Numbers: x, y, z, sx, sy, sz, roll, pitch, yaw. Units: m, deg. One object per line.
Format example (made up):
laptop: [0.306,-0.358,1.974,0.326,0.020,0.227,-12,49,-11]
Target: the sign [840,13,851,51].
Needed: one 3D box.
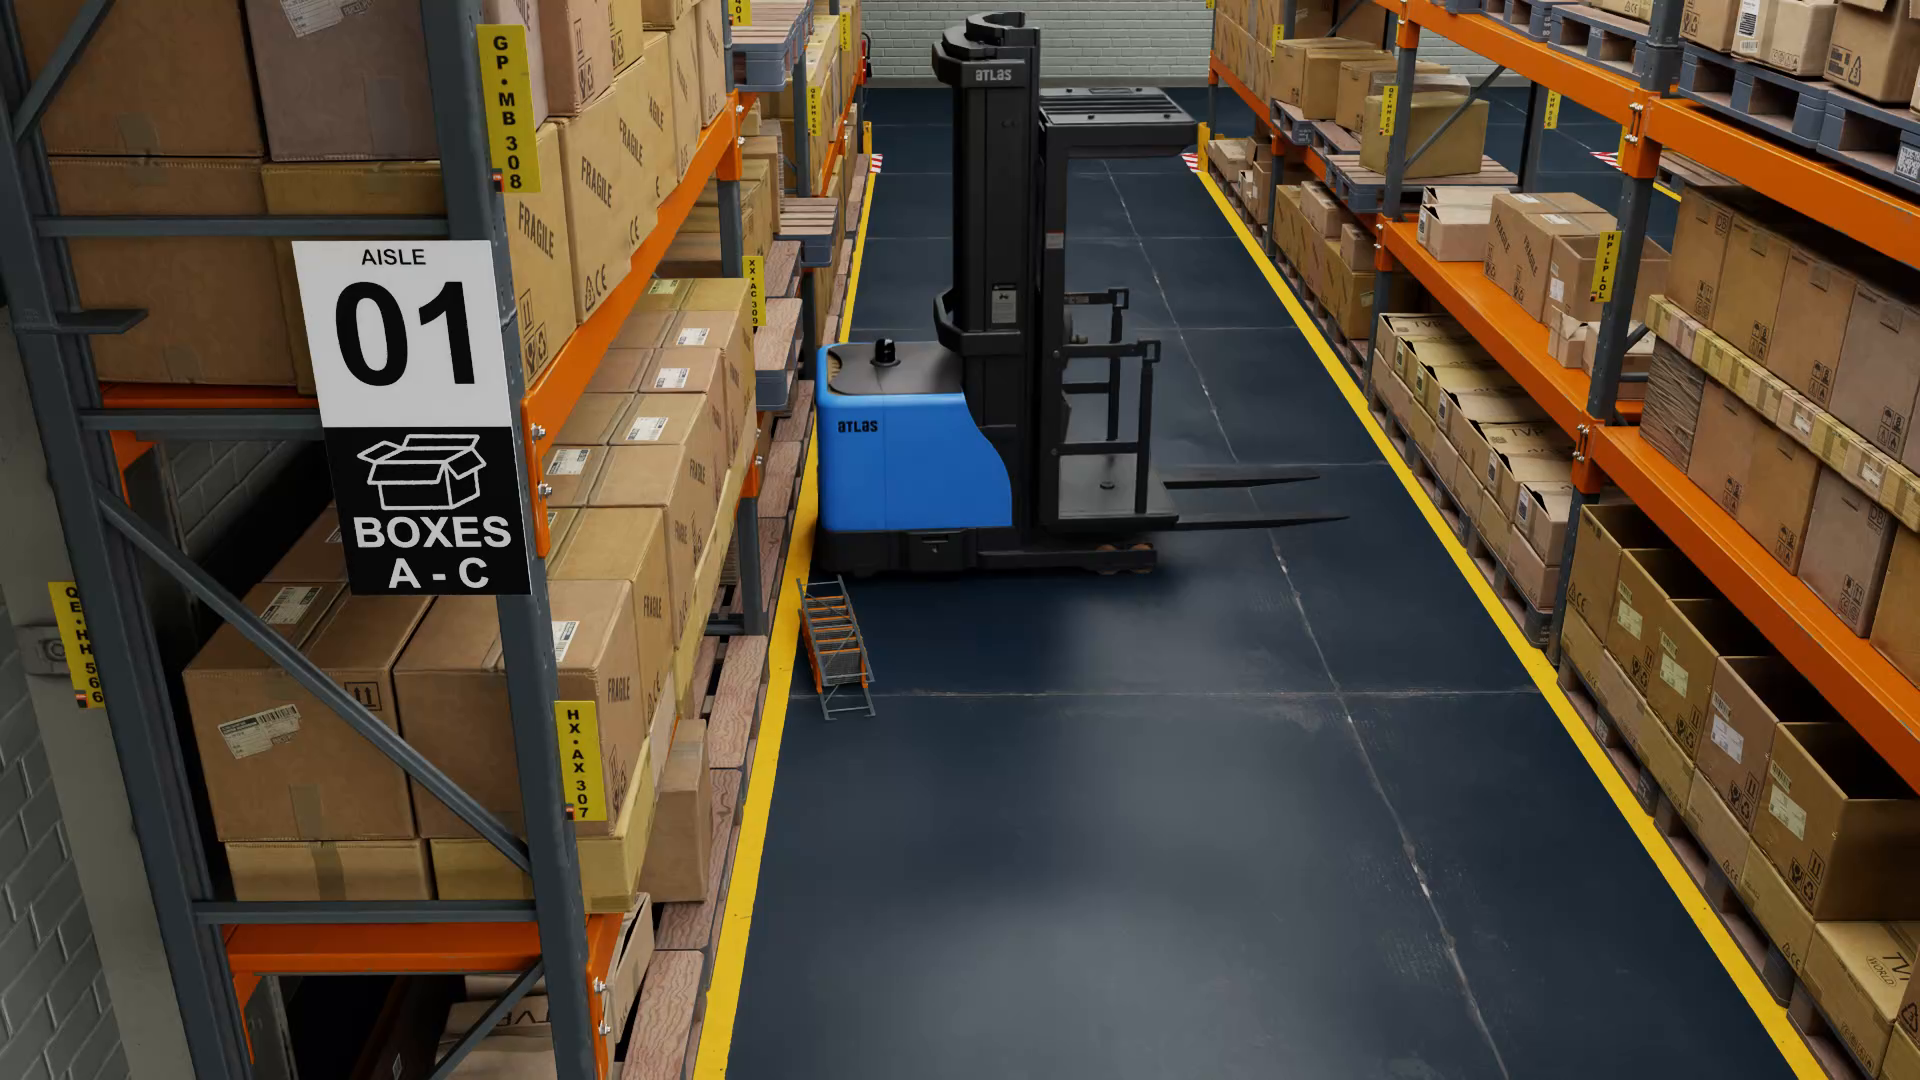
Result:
sign: [-1.025,-4.525,14.805,0.100,0.325,0.005,0,24,-1]

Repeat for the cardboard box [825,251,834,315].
cardboard box: [-1.404,-2.255,13.195,0.750,0.750,0.750,0,24,-1]

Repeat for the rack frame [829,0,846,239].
rack frame: [-1.568,-4.027,15.013,1.000,3.000,0.127,0,24,-1]

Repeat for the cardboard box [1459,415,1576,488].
cardboard box: [3.167,-0.534,9.436,0.500,0.311,0.500,0,24,-1]

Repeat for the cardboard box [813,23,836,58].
cardboard box: [-1.311,-4.156,13.884,0.500,0.250,0.500,0,24,1]

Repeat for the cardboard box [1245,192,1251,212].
cardboard box: [3.032,-3.340,16.420,0.380,0.149,0.250,0,24,-1]

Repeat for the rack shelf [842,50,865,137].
rack shelf: [-1.589,-4.523,16.983,1.077,0.370,4.000,0,24,-1]

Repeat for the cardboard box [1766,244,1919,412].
cardboard box: [3.496,-0.793,6.168,0.700,0.500,0.500,0,24,-1]

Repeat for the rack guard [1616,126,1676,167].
rack guard: [8.282,-4.590,19.293,1.175,0.500,0.348,0,24,-1]

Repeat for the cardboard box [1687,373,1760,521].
cardboard box: [3.496,-0.399,6.872,0.700,0.500,0.500,-1,24,-1]

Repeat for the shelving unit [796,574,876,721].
shelving unit: [-0.636,0.519,8.364,0.258,0.189,1.200,-5,24,-10]

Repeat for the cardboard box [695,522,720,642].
cardboard box: [-1.147,0.143,5.952,0.500,0.250,0.500,0,24,0]

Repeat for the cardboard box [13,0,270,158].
cardboard box: [-1.703,-1.135,3.621,0.500,0.500,0.500,1,24,2]

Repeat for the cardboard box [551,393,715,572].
cardboard box: [-1.154,-0.192,5.782,0.500,0.500,0.500,0,24,1]

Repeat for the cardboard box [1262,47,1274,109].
cardboard box: [3.124,-4.301,15.498,0.500,0.500,0.500,0,24,0]

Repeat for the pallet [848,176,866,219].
pallet: [-1.514,-3.574,17.396,1.003,0.211,1.213,0,24,-1]

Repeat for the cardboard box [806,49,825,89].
cardboard box: [-1.287,-3.526,12.489,0.500,0.250,0.500,0,24,0]

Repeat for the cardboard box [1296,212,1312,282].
cardboard box: [3.162,-2.486,14.106,0.500,0.500,0.500,0,24,0]

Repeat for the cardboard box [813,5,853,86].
cardboard box: [-1.577,-4.987,16.774,0.980,0.700,0.700,-1,24,-3]

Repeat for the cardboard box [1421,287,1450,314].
cardboard box: [3.710,-1.653,12.263,0.500,0.500,0.500,1,24,2]

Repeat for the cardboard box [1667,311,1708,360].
cardboard box: [3.285,-0.880,7.147,0.380,0.149,0.250,0,24,0]

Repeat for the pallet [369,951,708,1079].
pallet: [-1.411,1.822,5.464,1.003,0.211,1.213,0,24,-1]

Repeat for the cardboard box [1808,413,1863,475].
cardboard box: [3.303,-0.345,5.965,0.380,0.149,0.250,0,24,-1]

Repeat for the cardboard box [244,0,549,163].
cardboard box: [-1.198,-1.119,3.584,0.500,0.500,0.500,-2,24,-4]

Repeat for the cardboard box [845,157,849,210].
cardboard box: [-1.475,-3.595,16.582,0.700,0.500,0.500,0,24,-1]

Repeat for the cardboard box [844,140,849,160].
cardboard box: [-1.295,-3.825,16.304,0.380,0.149,0.250,1,24,1]

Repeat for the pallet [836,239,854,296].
pallet: [-1.484,-2.438,14.885,1.003,0.211,1.213,0,24,-1]

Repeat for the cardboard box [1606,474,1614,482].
cardboard box: [3.717,-0.326,8.977,0.500,0.311,0.500,-1,24,-1]

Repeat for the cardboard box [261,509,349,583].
cardboard box: [-1.650,0.235,4.838,0.500,0.500,0.500,0,24,0]

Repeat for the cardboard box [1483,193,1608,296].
cardboard box: [3.464,-1.756,9.872,0.500,0.500,0.500,-2,24,-3]

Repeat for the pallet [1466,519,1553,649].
pallet: [3.426,0.213,9.022,1.003,0.211,1.213,0,24,-1]

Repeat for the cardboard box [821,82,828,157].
cardboard box: [-1.274,-3.190,12.657,0.500,0.500,0.500,0,24,-1]

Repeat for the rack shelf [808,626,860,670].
rack shelf: [-0.628,0.537,8.325,0.258,0.180,0.103,-5,24,-10]

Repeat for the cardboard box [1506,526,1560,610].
cardboard box: [3.179,0.138,8.632,0.500,0.250,0.500,0,24,-1]

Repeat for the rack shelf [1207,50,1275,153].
rack shelf: [3.364,-4.547,17.036,1.077,0.370,4.000,0,24,-1]

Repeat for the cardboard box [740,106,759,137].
cardboard box: [-1.472,-2.645,10.517,0.380,0.149,0.250,-4,25,-9]

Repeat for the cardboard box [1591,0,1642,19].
cardboard box: [3.467,-2.724,8.165,0.500,0.250,0.500,-3,24,-6]

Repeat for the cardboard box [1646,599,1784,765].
cardboard box: [3.176,0.570,6.766,0.500,0.500,0.500,0,24,-1]

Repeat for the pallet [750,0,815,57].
pallet: [-1.395,-2.693,8.653,1.213,0.211,1.003,0,24,-1]

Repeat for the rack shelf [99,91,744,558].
rack shelf: [-1.459,-0.945,5.432,1.077,0.370,4.000,0,24,-1]

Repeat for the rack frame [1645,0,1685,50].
rack frame: [3.473,-3.487,6.541,1.000,3.000,0.127,0,24,-1]

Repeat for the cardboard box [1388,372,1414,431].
cardboard box: [3.148,-0.916,10.963,0.500,0.250,0.500,-1,24,-2]

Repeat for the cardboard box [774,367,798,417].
cardboard box: [-1.464,-1.143,11.138,0.700,0.500,0.500,0,24,0]

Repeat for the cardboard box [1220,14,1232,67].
cardboard box: [3.094,-5.348,17.813,0.500,0.500,0.500,0,24,-1]

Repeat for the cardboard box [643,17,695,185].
cardboard box: [-1.191,-1.508,5.658,0.500,0.500,0.500,-1,24,-3]

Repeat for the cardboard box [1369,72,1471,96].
cardboard box: [3.491,-3.276,12.722,0.700,0.500,0.500,4,25,9]

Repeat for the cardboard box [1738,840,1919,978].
cardboard box: [3.191,1.324,6.009,0.500,0.250,0.500,0,24,-1]

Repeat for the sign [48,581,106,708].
sign: [-1.992,0.241,3.789,0.100,0.325,0.005,0,24,-1]

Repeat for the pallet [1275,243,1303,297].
pallet: [3.432,-2.445,14.900,1.003,0.211,1.213,0,24,-1]

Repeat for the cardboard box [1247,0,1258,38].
cardboard box: [3.108,-5.178,16.223,0.500,0.500,0.500,0,24,0]

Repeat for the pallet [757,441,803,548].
pallet: [-1.507,-0.284,10.123,1.003,0.211,1.213,0,24,-1]

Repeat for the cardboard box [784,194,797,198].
cardboard box: [-1.296,-2.410,11.719,0.380,0.149,0.250,-1,24,-1]

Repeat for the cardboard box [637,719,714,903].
cardboard box: [-1.318,1.034,6.324,0.700,0.500,0.500,-2,24,-4]

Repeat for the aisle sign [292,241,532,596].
aisle sign: [-1.136,-0.238,3.482,0.394,0.787,0.004,0,24,-1]

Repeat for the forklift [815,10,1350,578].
forklift: [0.698,-1.354,9.186,3.031,2.935,1.130,-2,24,-4]

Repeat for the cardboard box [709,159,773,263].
cardboard box: [-1.473,-1.917,9.694,0.700,0.500,0.500,0,24,-1]

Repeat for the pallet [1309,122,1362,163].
pallet: [3.404,-3.116,13.233,1.003,0.211,1.213,0,24,-1]

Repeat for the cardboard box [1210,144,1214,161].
cardboard box: [3.006,-4.331,18.591,0.380,0.166,0.250,0,24,-1]
